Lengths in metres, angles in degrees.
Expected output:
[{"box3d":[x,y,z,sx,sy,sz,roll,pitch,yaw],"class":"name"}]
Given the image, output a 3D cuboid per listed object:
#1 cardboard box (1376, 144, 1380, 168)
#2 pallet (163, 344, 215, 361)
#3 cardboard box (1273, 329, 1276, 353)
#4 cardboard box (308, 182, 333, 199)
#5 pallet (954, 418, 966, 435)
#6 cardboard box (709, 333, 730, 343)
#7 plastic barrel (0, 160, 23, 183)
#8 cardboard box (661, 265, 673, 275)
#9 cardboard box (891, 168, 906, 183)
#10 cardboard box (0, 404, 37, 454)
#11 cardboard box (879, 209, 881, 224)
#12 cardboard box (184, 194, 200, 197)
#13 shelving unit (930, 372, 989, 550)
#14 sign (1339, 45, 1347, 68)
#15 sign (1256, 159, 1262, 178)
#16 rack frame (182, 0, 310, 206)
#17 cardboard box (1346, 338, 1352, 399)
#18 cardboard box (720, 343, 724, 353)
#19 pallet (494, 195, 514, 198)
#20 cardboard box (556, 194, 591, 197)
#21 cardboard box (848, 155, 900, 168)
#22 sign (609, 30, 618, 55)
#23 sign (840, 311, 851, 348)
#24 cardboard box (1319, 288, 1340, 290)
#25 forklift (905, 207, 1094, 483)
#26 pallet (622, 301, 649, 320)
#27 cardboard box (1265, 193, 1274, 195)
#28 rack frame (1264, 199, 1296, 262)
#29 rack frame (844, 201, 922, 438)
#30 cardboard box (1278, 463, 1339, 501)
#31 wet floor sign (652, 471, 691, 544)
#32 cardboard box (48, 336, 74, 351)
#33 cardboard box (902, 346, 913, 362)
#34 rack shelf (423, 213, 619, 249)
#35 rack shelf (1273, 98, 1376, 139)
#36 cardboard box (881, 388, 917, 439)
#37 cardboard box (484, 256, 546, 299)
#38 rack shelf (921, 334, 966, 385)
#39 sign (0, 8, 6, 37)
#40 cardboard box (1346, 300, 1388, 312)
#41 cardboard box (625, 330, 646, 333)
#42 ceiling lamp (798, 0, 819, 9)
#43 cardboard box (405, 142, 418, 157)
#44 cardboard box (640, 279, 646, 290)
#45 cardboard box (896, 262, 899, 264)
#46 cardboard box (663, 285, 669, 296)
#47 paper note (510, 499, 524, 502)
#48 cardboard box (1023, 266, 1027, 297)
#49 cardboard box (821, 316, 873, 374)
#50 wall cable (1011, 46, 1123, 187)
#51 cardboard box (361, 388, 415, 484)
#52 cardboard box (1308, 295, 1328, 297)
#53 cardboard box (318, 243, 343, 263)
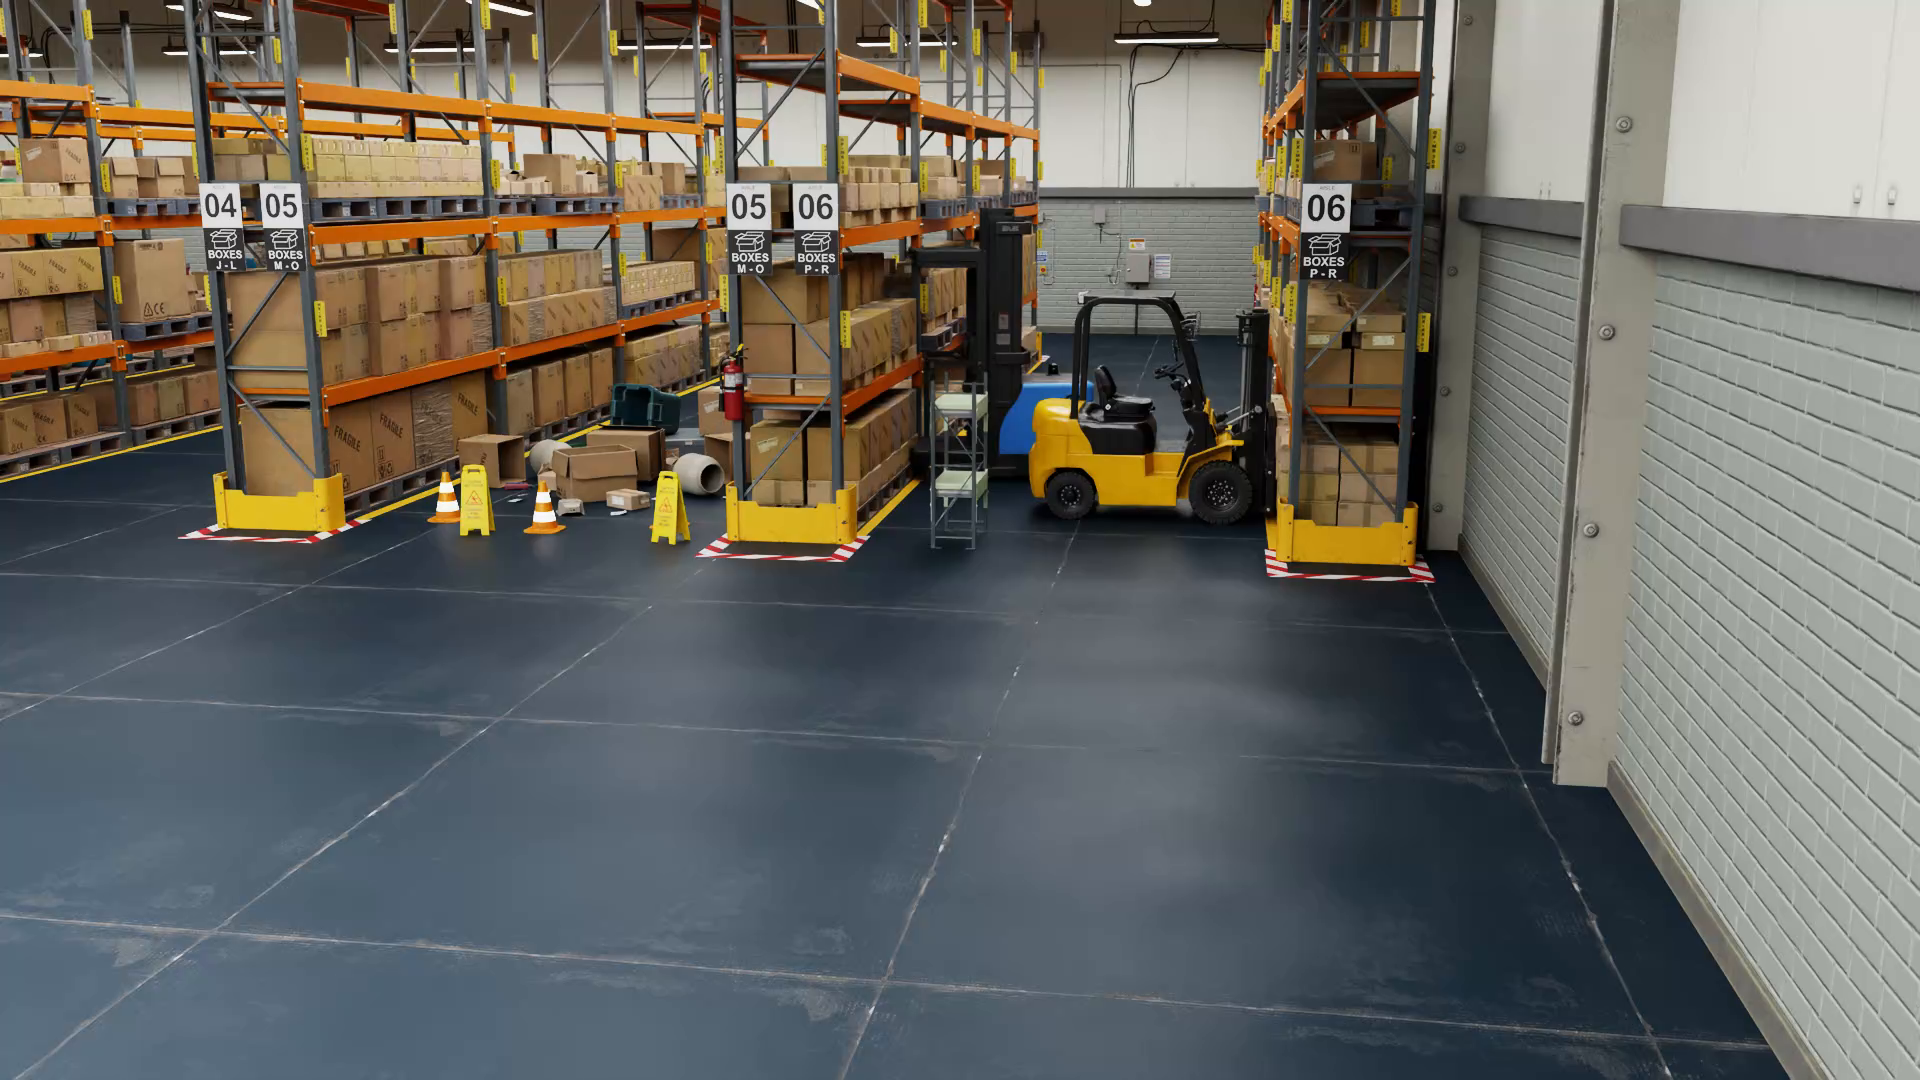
[{"box3d":[3.561,-3.505,15.795,0.797,0.503,0.637,2,12,10],"class":"cardboard box"},{"box3d":[-14.136,-3.489,30.938,1.003,0.211,1.213,2,12,9],"class":"pallet"},{"box3d":[3.856,-2.281,19.071,0.500,0.250,0.500,2,12,8],"class":"cardboard box"},{"box3d":[-6.093,-3.262,15.506,0.380,0.149,0.250,2,12,9],"class":"cardboard box"},{"box3d":[-0.447,-1.603,22.188,1.003,0.211,1.213,2,12,9],"class":"pallet"},{"box3d":[-4.130,-3.483,28.652,0.380,0.149,0.250,2,12,10],"class":"cardboard box"},{"box3d":[-14.888,-5.722,26.244,0.433,0.535,0.433,0,12,0],"class":"plastic barrel"},{"box3d":[-4.649,-4.169,25.662,0.380,0.149,0.250,1,12,7],"class":"cardboard box"},{"box3d":[-0.776,-3.790,17.301,0.380,0.149,0.250,2,12,10],"class":"cardboard box"},{"box3d":[-10.932,-1.267,18.948,0.500,0.500,0.500,1,12,4],"class":"cardboard box"},{"box3d":[-0.989,-3.191,16.413,0.380,0.149,0.250,2,12,7],"class":"cardboard box"},{"box3d":[-10.091,-4.528,22.376,0.500,0.250,0.500,2,12,10],"class":"cardboard box"},{"box3d":[-0.001,-0.732,15.086,0.431,1.500,0.755,2,12,9],"class":"shelving unit"},{"box3d":[5.744,-7.251,24.945,0.100,0.325,0.005,2,12,9],"class":"sign"},{"box3d":[5.274,-6.545,29.307,0.100,0.325,0.005,2,12,9],"class":"sign"},{"box3d":[-6.462,-4.536,14.936,1.000,3.000,0.127,2,12,9],"class":"rack frame"},{"box3d":[3.758,-1.556,15.111,0.500,0.500,0.500,2,12,10],"class":"cardboard box"},{"box3d":[-4.248,-3.287,28.445,0.380,0.149,0.250,1,12,6],"class":"cardboard box"},{"box3d":[-8.991,-6.384,30.841,1.003,0.211,1.213,2,12,9],"class":"pallet"},{"box3d":[-5.395,-4.911,23.558,0.500,0.500,0.500,2,12,9],"class":"cardboard box"},{"box3d":[-0.977,-4.264,18.967,0.500,0.250,0.500,2,12,10],"class":"cardboard box"},{"box3d":[-4.683,-6.718,22.468,0.100,0.325,0.005,2,12,9],"class":"sign"},{"box3d":[-1.019,-1.869,14.748,0.100,0.325,0.005,2,12,9],"class":"sign"},{"box3d":[4.513,-2.940,19.996,0.380,0.149,0.250,2,12,10],"class":"cardboard box"},{"box3d":[-0.076,-2.164,18.334,3.031,2.935,1.130,-1,12,-5],"class":"forklift"},{"box3d":[-5.228,-3.326,24.020,1.213,0.211,1.003,2,12,9],"class":"pallet"},{"box3d":[5.022,-5.448,25.942,0.500,0.250,0.500,2,12,9],"class":"cardboard box"},{"box3d":[5.195,-3.801,25.770,1.000,3.000,0.127,2,12,9],"class":"rack frame"},{"box3d":[-0.940,-2.296,18.785,1.000,3.000,0.127,2,12,9],"class":"rack frame"},{"box3d":[3.116,-0.520,14.888,0.500,0.250,0.500,2,12,8],"class":"cardboard box"},{"box3d":[-2.642,-0.308,15.146,0.267,0.644,0.232,7,14,28],"class":"wet floor sign"},{"box3d":[-10.549,-2.283,19.319,0.380,0.149,0.250,2,12,9],"class":"cardboard box"},{"box3d":[-0.720,-2.044,18.213,0.380,0.149,0.250,2,12,10],"class":"cardboard box"},{"box3d":[-5.539,-3.967,21.123,1.077,0.370,4.000,2,12,9],"class":"rack shelf"},{"box3d":[4.272,-4.938,19.460,1.077,0.370,4.000,2,12,9],"class":"rack shelf"},{"box3d":[-0.766,-1.392,18.339,0.500,0.500,0.500,2,12,8],"class":"cardboard box"},{"box3d":[-5.621,-3.289,20.781,0.700,0.500,0.500,2,12,9],"class":"cardboard box"},{"box3d":[-0.633,-2.361,20.792,1.077,0.370,4.000,2,12,9],"class":"rack shelf"},{"box3d":[-11.282,-6.101,19.605,0.100,0.325,0.005,2,12,9],"class":"sign"},{"box3d":[3.878,-2.199,15.850,0.380,0.149,0.250,2,12,9],"class":"cardboard box"},{"box3d":[-5.154,-3.089,25.618,0.500,0.250,0.500,2,12,11],"class":"cardboard box"},{"box3d":[-1.996,-9.645,24.788,0.800,3.185,2.000,2,12,9],"class":"ceiling lamp"},{"box3d":[-5.822,-4.020,17.135,0.380,0.149,0.250,2,12,9],"class":"cardboard box"},{"box3d":[-4.843,-3.755,24.447,0.380,0.149,0.250,2,12,9],"class":"cardboard box"},{"box3d":[-0.623,-3.442,22.163,0.500,0.500,0.500,2,12,7],"class":"cardboard box"},{"box3d":[-4.679,-3.823,25.469,0.380,0.149,0.250,2,12,11],"class":"cardboard box"},{"box3d":[-4.550,-0.413,17.100,0.144,0.017,0.142,7,14,28],"class":"paper note"},{"box3d":[0.864,-4.415,28.378,0.500,0.500,0.500,2,12,10],"class":"cardboard box"},{"box3d":[-1.132,-1.855,15.796,0.500,0.500,0.500,2,12,10],"class":"cardboard box"},{"box3d":[2.244,-8.895,35.165,2.355,3.000,0.029,2,12,9],"class":"wall cable"},{"box3d":[-6.290,-1.096,17.262,0.875,0.875,0.875,2,12,8],"class":"cardboard box"},{"box3d":[3.487,-2.375,16.667,0.380,0.149,0.250,2,12,8],"class":"cardboard box"},{"box3d":[-9.886,-4.276,25.355,0.797,0.503,0.637,2,12,10],"class":"cardboard box"}]
